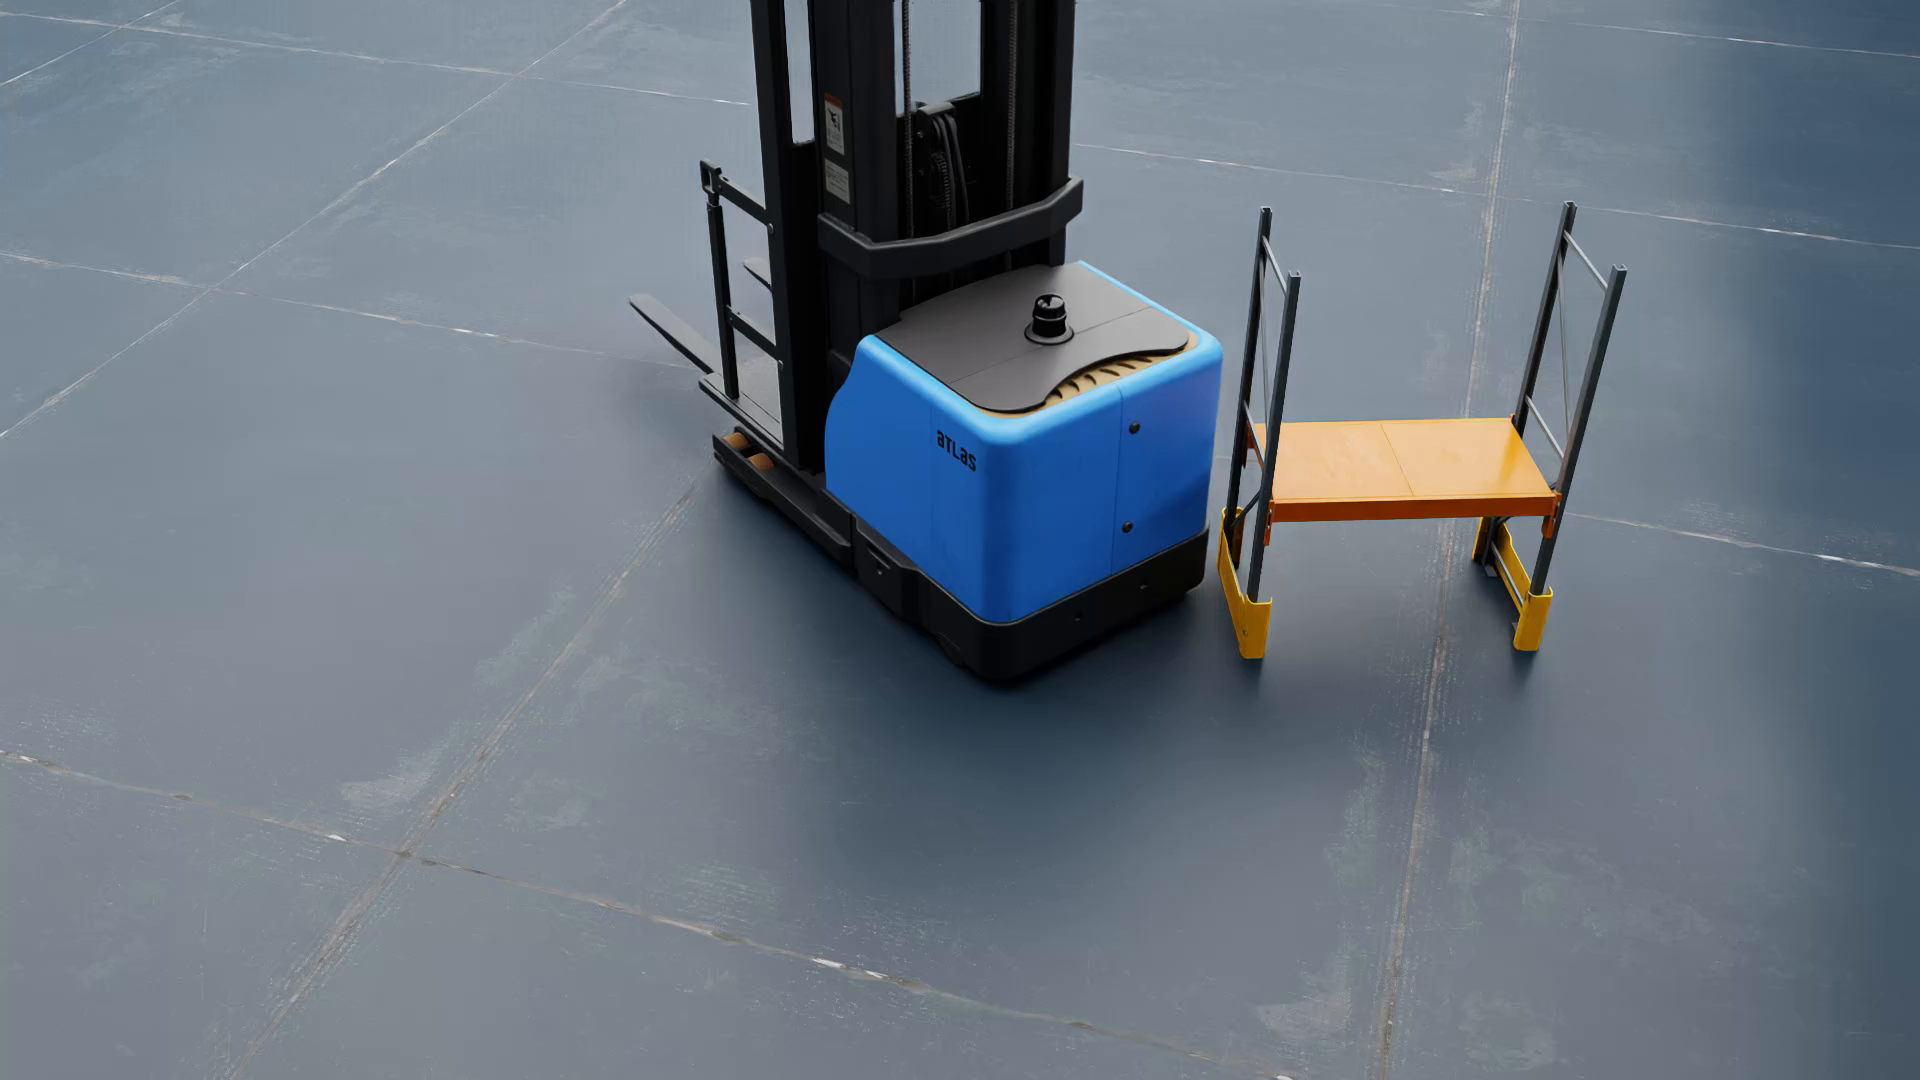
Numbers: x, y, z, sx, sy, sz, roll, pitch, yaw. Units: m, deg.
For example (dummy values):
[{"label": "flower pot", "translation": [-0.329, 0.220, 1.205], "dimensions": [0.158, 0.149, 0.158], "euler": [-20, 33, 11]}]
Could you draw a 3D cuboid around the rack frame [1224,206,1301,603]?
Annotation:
[{"label": "rack frame", "translation": [1.022, -0.352, 5.748], "dimensions": [0.032, 1.500, 0.500], "euler": [-1, 36, -2]}]

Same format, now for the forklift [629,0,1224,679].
[{"label": "forklift", "translation": [-0.364, -1.521, 6.129], "dimensions": [1.130, 2.935, 3.031], "euler": [-24, 42, -29]}]

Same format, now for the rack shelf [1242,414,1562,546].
[{"label": "rack shelf", "translation": [1.530, -0.220, 5.872], "dimensions": [1.000, 0.185, 0.538], "euler": [-1, 36, -2]}]

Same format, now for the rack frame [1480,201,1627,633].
[{"label": "rack frame", "translation": [2.037, -0.377, 5.782], "dimensions": [0.032, 1.500, 0.500], "euler": [-1, 36, -2]}]

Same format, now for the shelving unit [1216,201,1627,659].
[{"label": "shelving unit", "translation": [1.539, -0.365, 5.765], "dimensions": [1.083, 1.500, 0.587], "euler": [-1, 36, -2]}]

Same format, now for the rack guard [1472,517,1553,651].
[{"label": "rack guard", "translation": [2.036, 0.126, 6.153], "dimensions": [0.087, 0.250, 0.587], "euler": [-1, 36, -2]}]

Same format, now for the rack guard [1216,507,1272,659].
[{"label": "rack guard", "translation": [1.041, 0.151, 6.119], "dimensions": [0.087, 0.250, 0.587], "euler": [-1, 36, -2]}]
